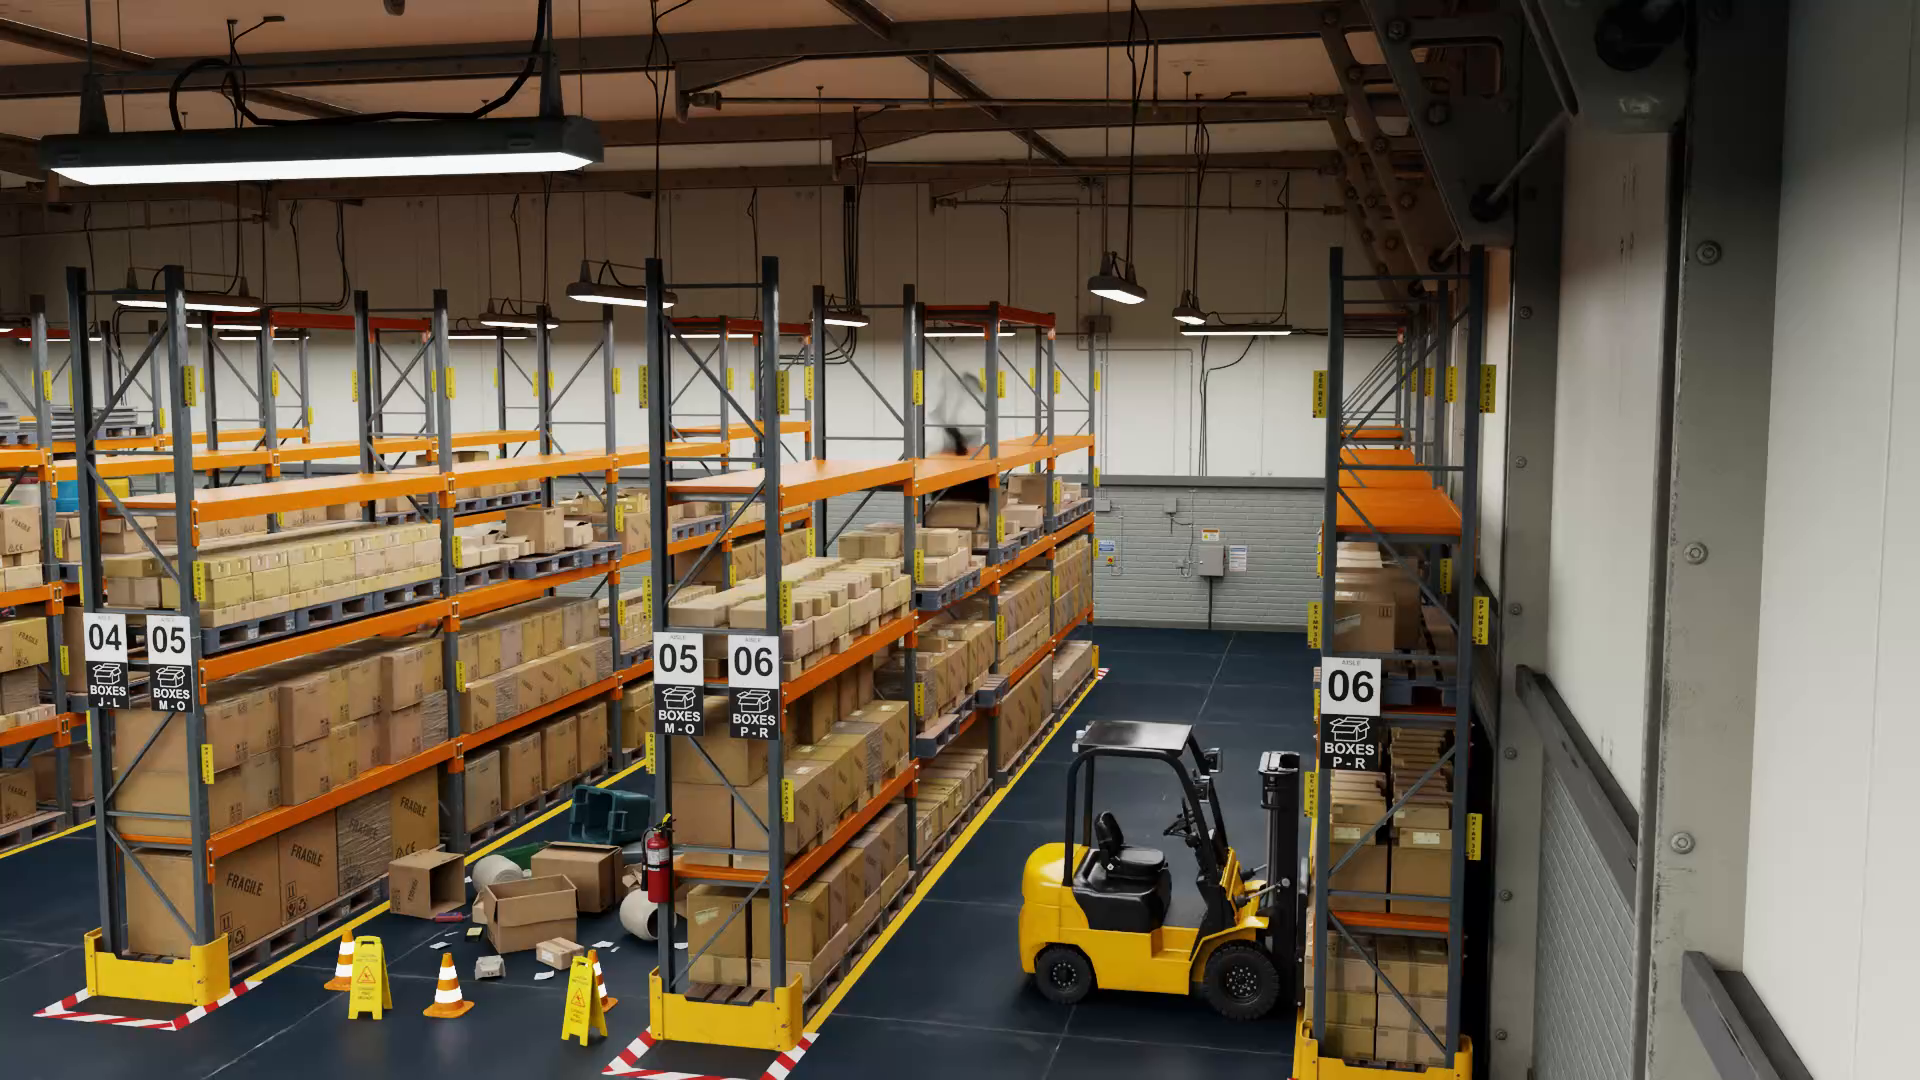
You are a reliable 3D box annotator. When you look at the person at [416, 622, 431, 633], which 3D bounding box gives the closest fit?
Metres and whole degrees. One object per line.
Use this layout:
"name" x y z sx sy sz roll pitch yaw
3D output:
"person" -7.628 1.954 23.678 0.528 1.601 0.868 1 6 11
